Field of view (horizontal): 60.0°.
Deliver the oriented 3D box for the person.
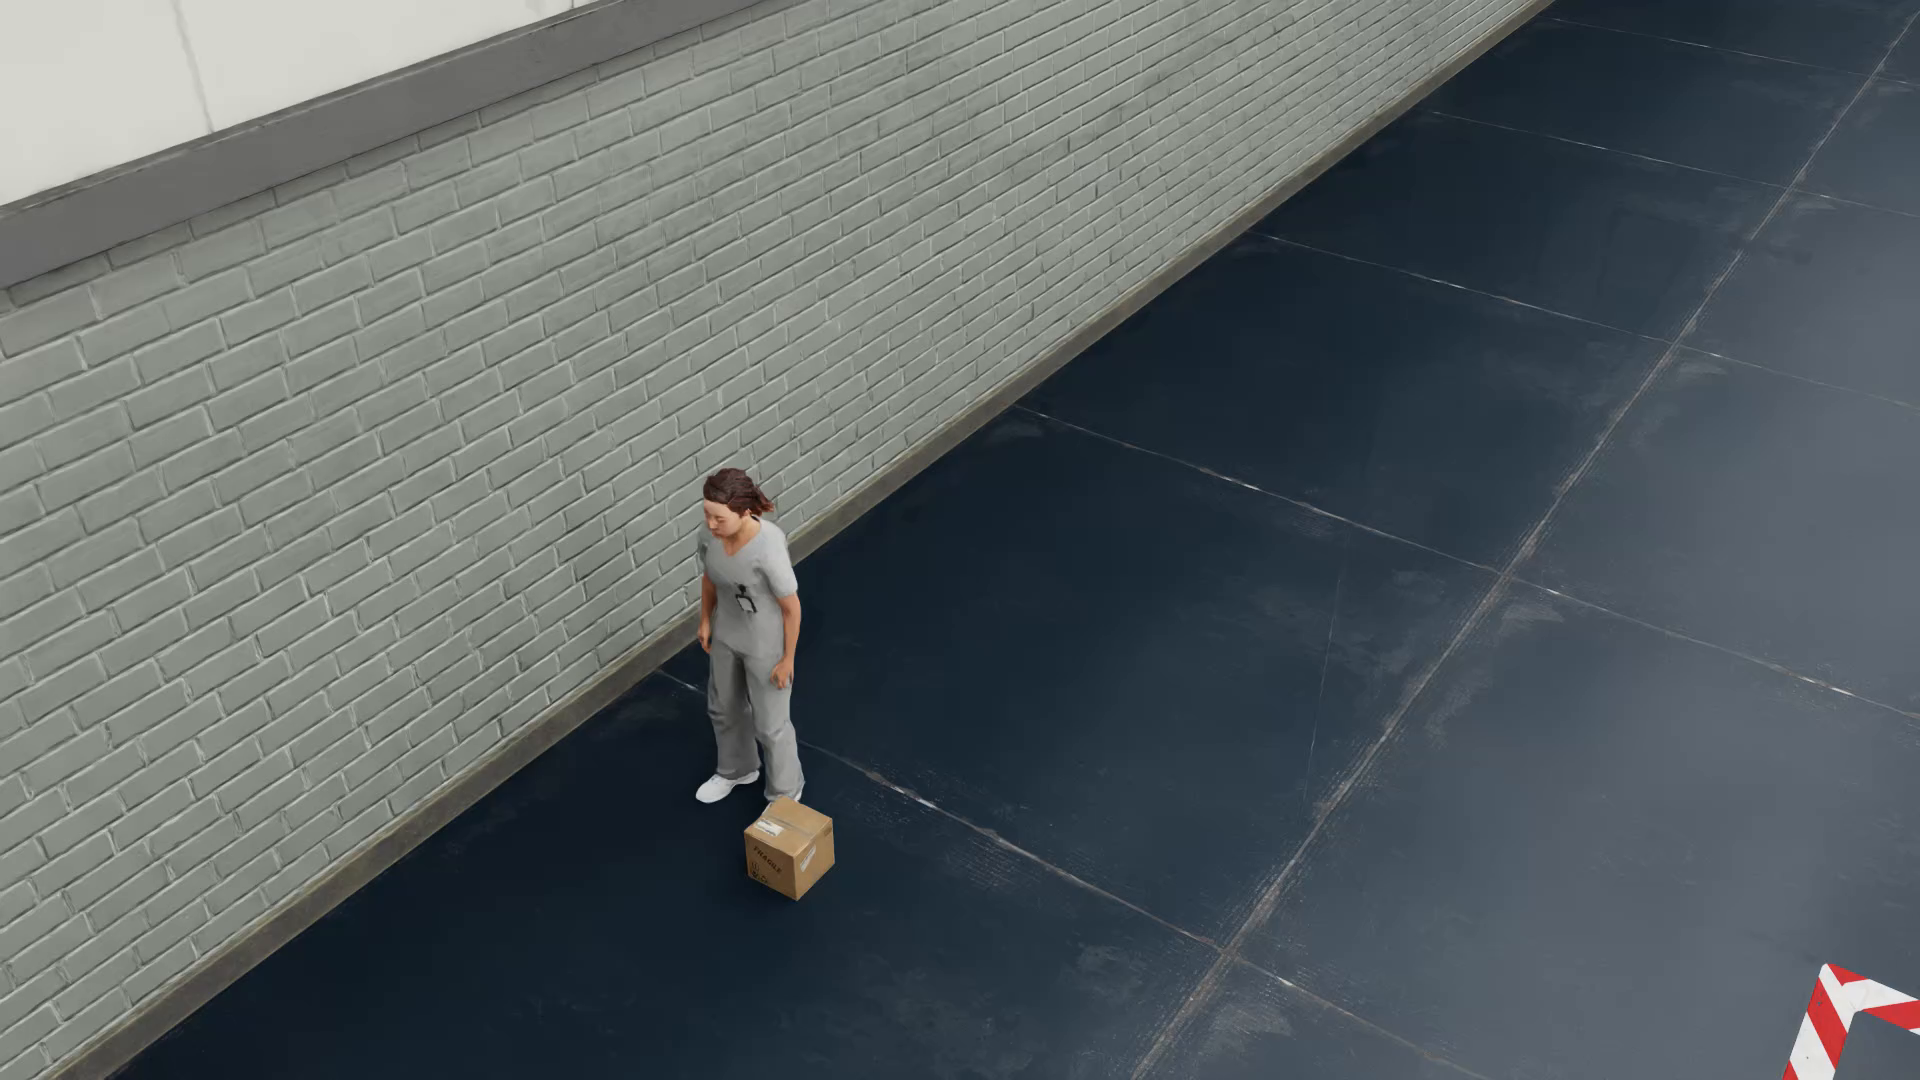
[{"bbox_3d":[-0.833,0.411,6.552,0.484,1.672,0.360,22,40,28],"label":"person"}]
